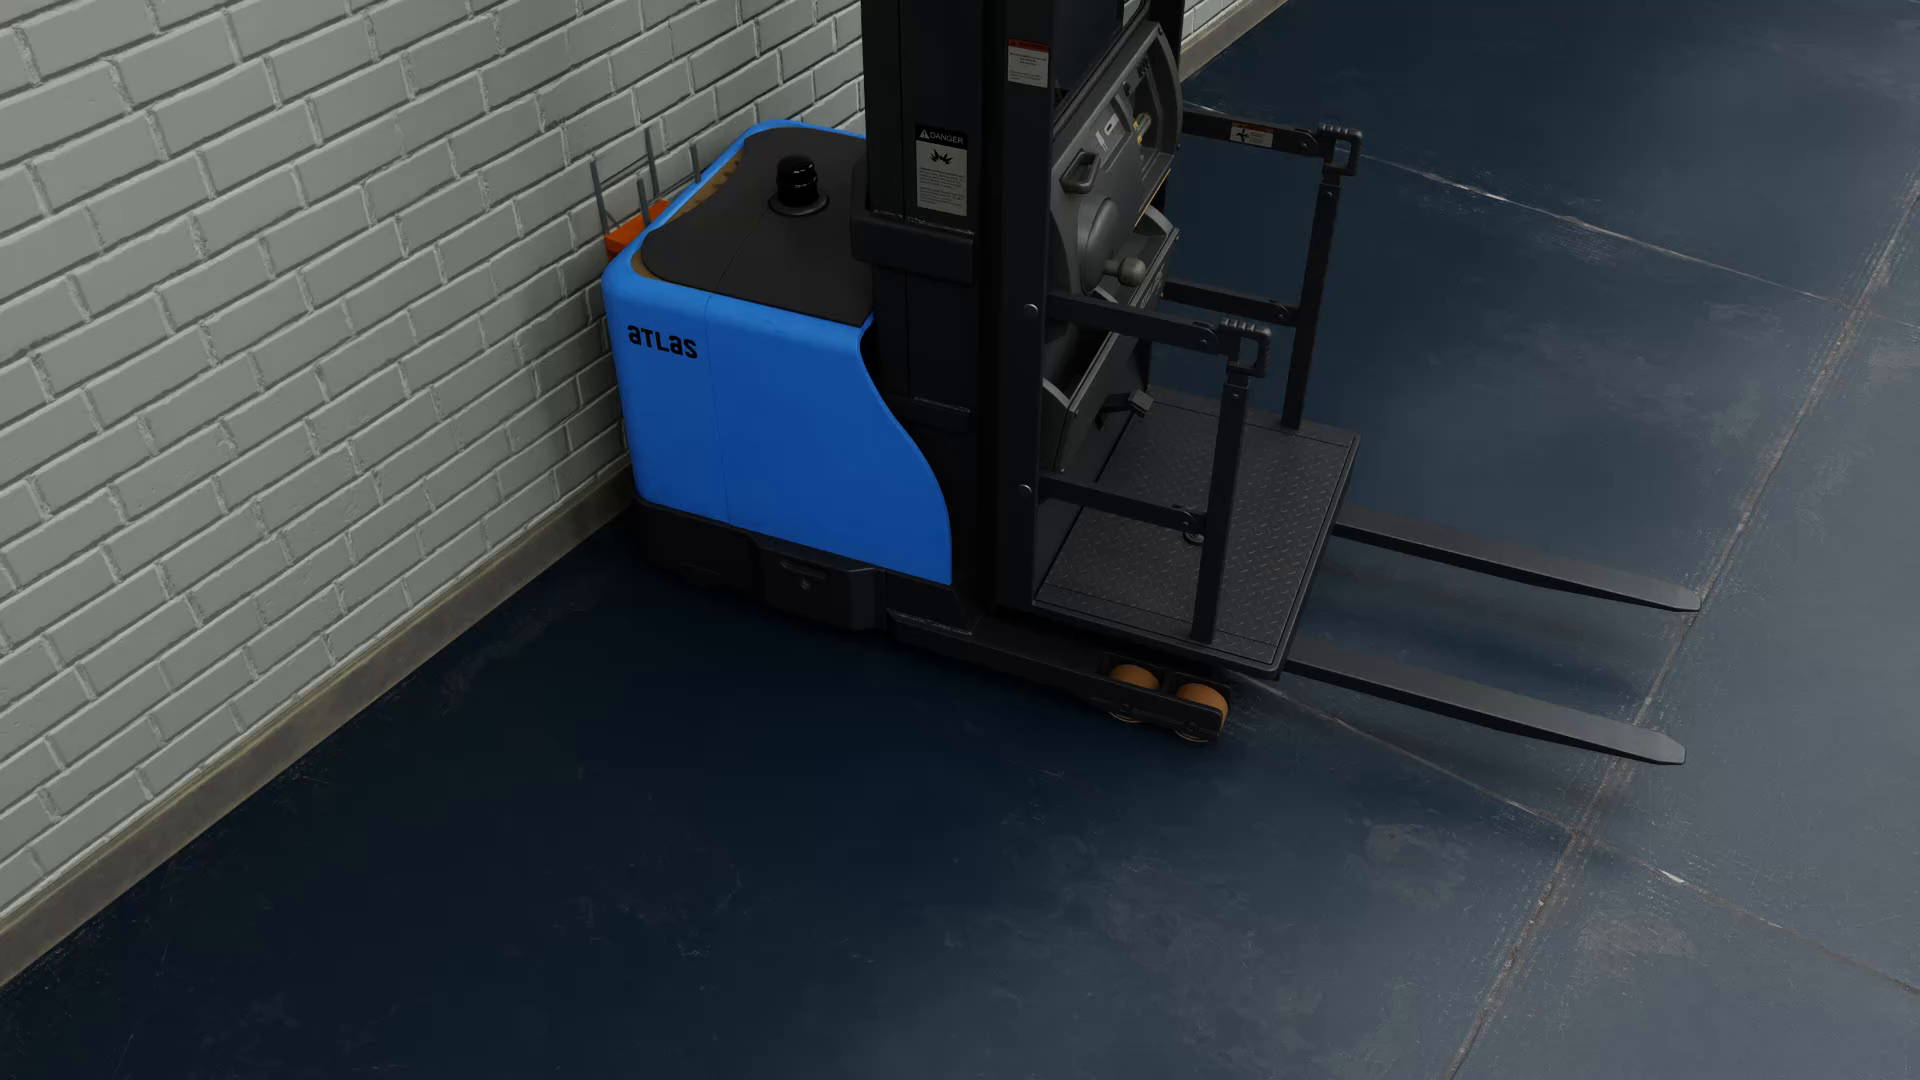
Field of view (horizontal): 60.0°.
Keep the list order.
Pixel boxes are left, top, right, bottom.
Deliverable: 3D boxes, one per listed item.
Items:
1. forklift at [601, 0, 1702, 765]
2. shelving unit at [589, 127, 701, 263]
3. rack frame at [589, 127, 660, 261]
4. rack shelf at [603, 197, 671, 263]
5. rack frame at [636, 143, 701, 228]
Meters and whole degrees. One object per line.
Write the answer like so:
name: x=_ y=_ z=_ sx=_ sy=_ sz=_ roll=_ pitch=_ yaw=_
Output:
forklift: x=0.583 y=-0.935 z=4.097 sx=3.031 sy=2.935 sz=1.130 roll=15 pitch=44 yaw=16
shelving unit: x=-0.877 y=-0.651 z=5.094 sx=0.189 sy=1.200 sz=0.258 roll=25 pitch=49 yaw=26
rack frame: x=-0.952 y=-0.685 z=5.134 sx=0.006 sy=1.200 sz=0.240 roll=25 pitch=49 yaw=26
rack shelf: x=-0.886 y=-0.882 z=4.879 sx=0.180 sy=0.103 sz=0.258 roll=25 pitch=49 yaw=26
rack frame: x=-0.802 y=-0.617 z=5.054 sx=0.006 sy=1.200 sz=0.240 roll=25 pitch=49 yaw=26
